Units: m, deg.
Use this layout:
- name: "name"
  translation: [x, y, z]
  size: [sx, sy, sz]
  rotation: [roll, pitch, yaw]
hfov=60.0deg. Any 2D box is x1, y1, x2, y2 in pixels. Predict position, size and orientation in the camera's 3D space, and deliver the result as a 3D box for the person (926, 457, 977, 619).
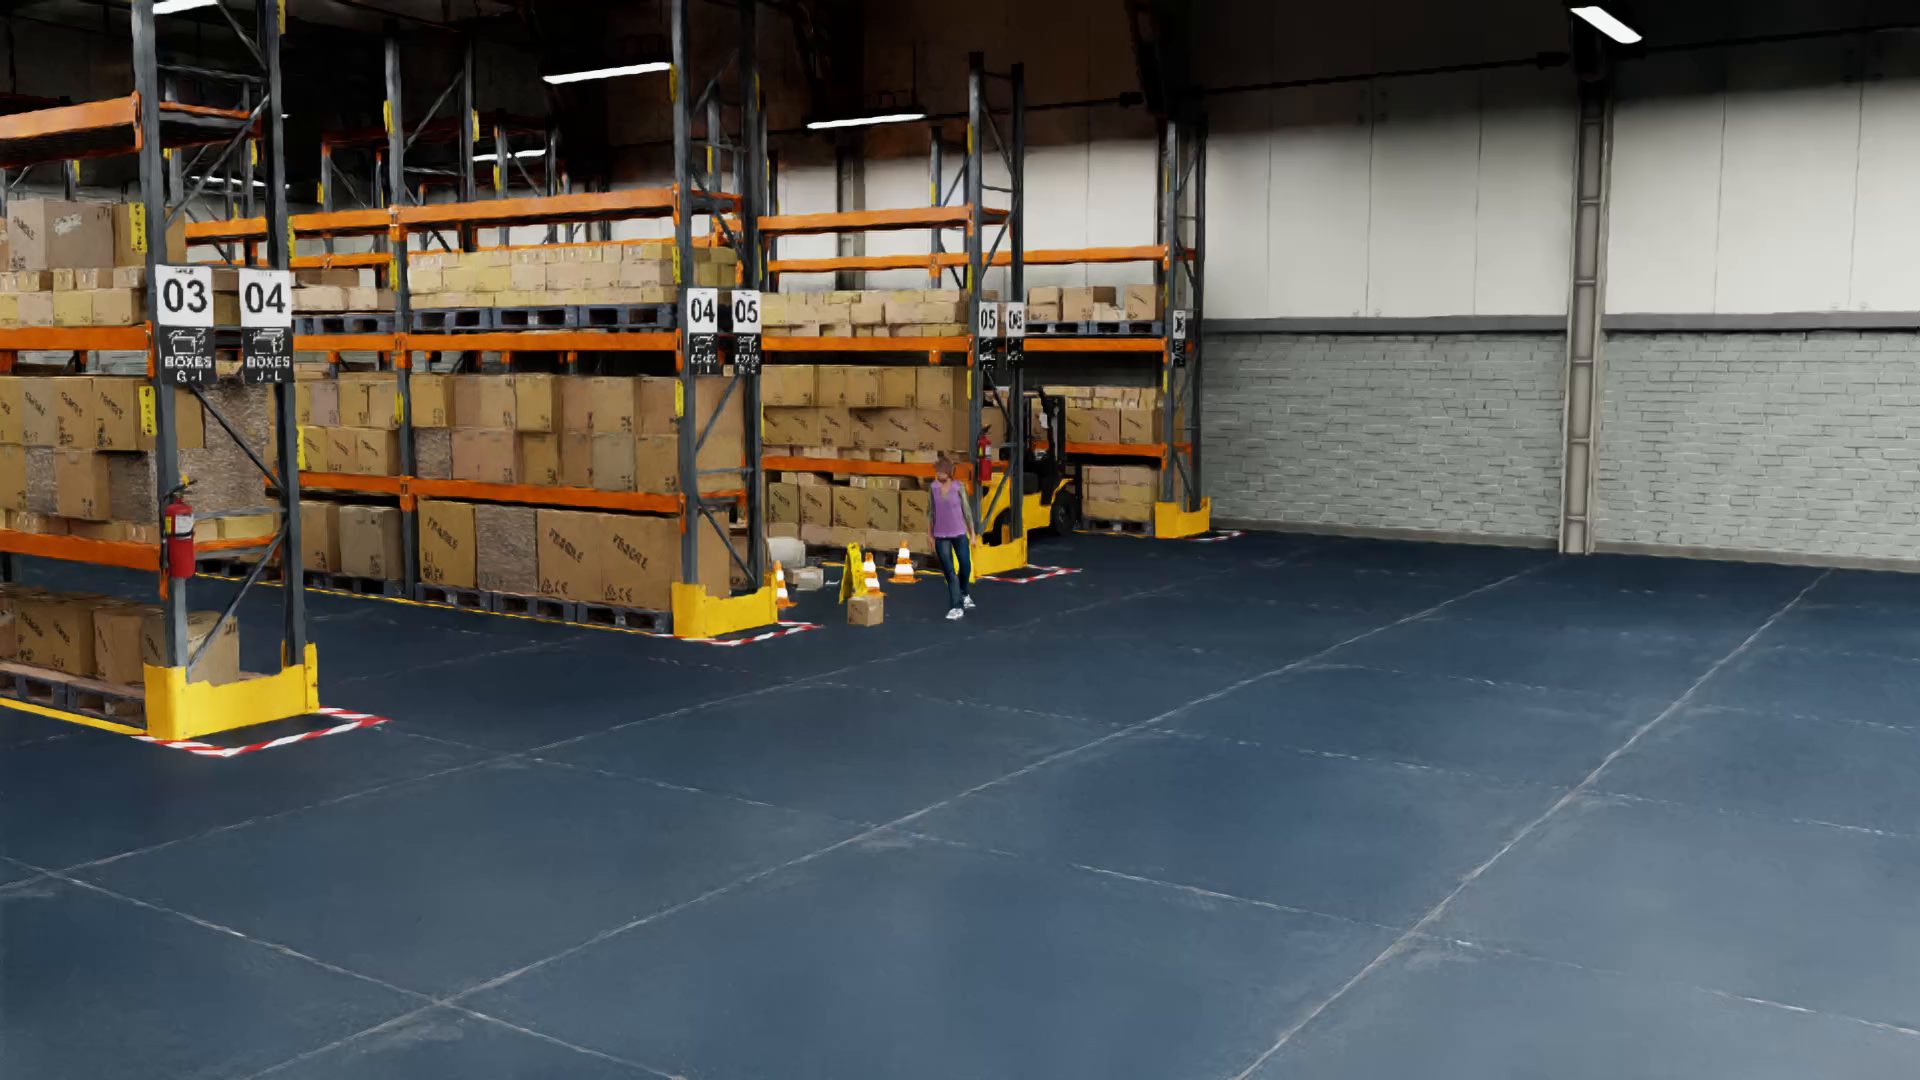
- name: "person"
  translation: [-0.085, -0.035, 16.512]
  size: [0.520, 1.584, 0.598]
  rotation: [1, 7, 11]
